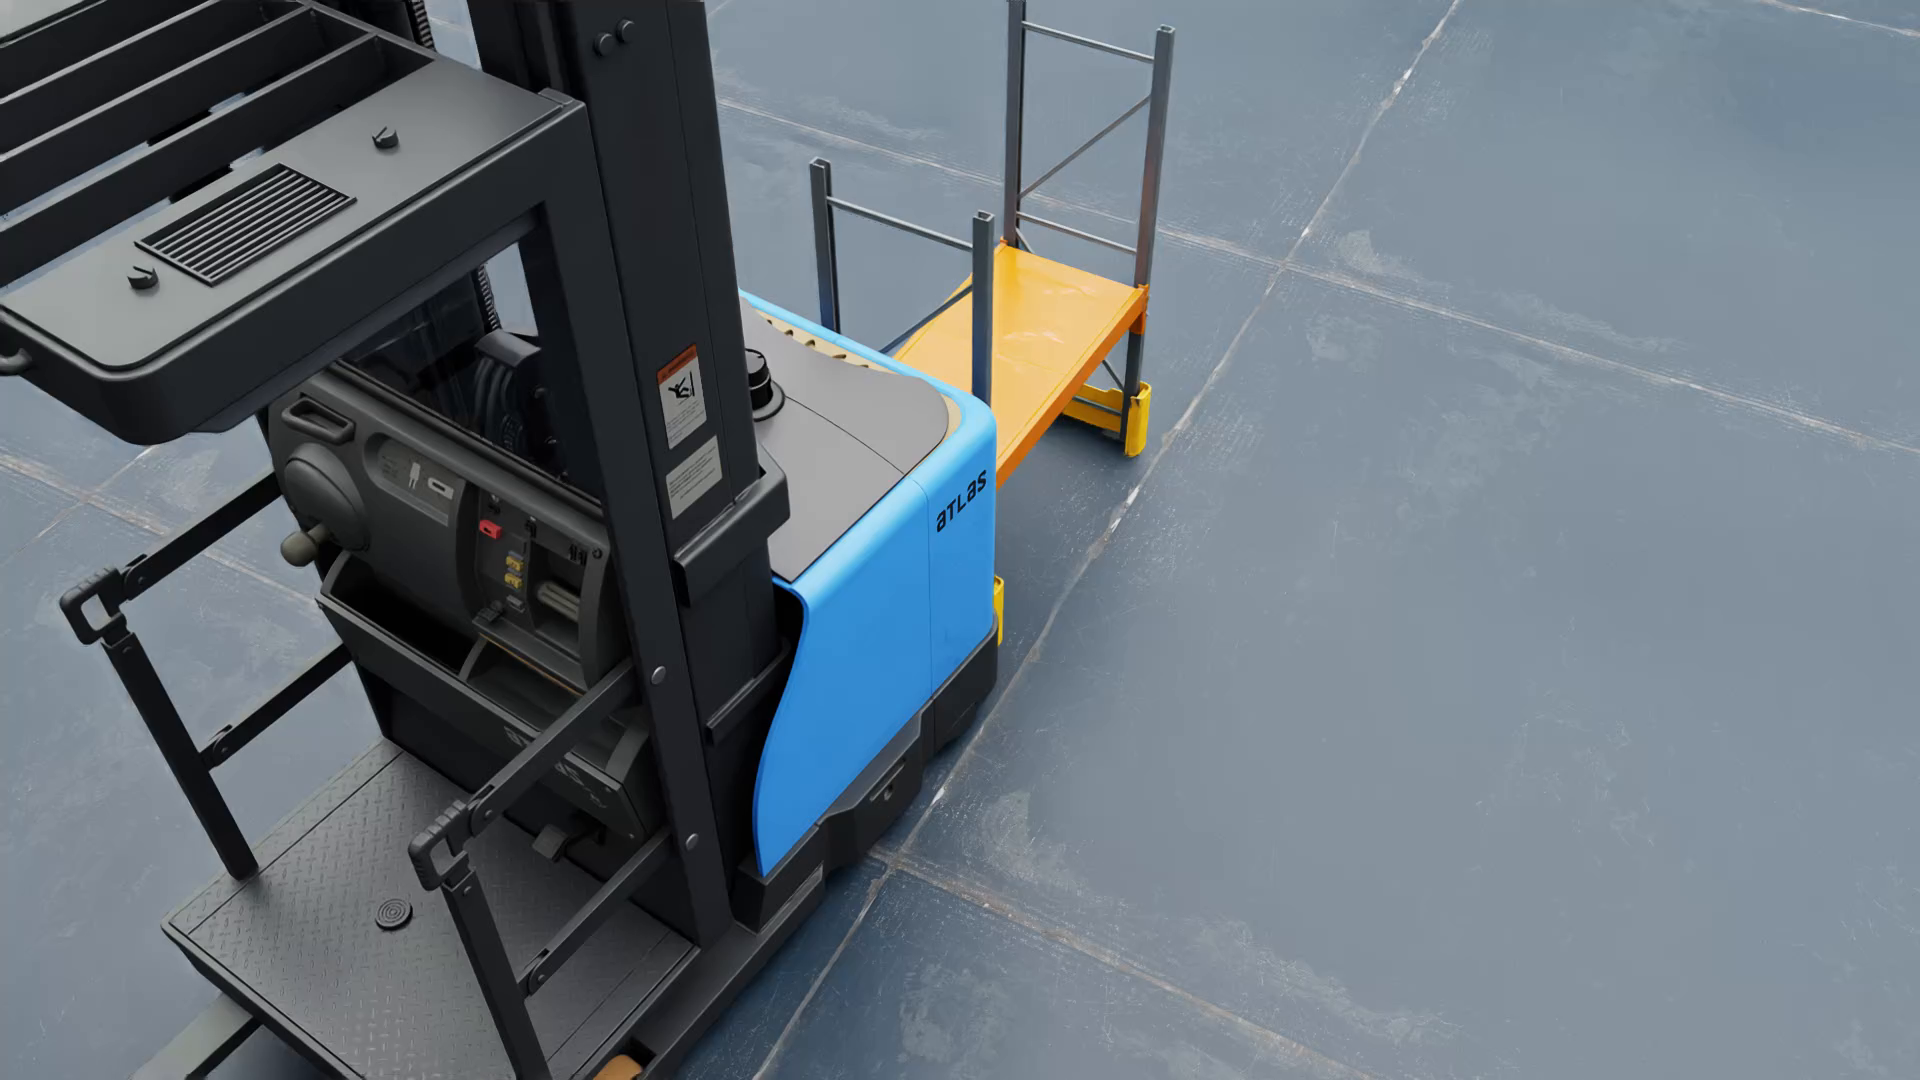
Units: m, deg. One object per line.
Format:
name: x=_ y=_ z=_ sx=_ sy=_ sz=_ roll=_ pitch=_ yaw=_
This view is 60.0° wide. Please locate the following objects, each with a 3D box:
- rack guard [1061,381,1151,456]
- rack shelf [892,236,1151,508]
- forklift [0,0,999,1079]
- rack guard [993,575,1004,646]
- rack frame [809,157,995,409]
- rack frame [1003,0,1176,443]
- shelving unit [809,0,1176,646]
rack guard: x=0.352 y=-0.489 z=5.558 sx=0.587 sy=0.250 sz=0.087 roll=22 pitch=49 yaw=20
rack shelf: x=0.109 y=-0.500 z=4.943 sx=0.538 sy=0.185 sz=1.000 roll=22 pitch=49 yaw=20
forklift: x=-1.152 y=0.057 z=3.133 sx=1.130 sy=2.935 sz=3.031 roll=27 pitch=51 yaw=24
rack guard: x=-0.142 y=0.126 z=4.950 sx=0.587 sy=0.250 sz=0.087 roll=22 pitch=49 yaw=20
rack frame: x=-0.143 y=-0.313 z=4.505 sx=0.500 sy=1.500 sz=0.032 roll=22 pitch=49 yaw=20
rack frame: x=0.361 y=-0.941 z=5.125 sx=0.500 sy=1.500 sz=0.032 roll=22 pitch=49 yaw=20
shelving unit: x=0.105 y=-0.621 z=4.809 sx=0.587 sy=1.500 sz=1.083 roll=22 pitch=49 yaw=20
